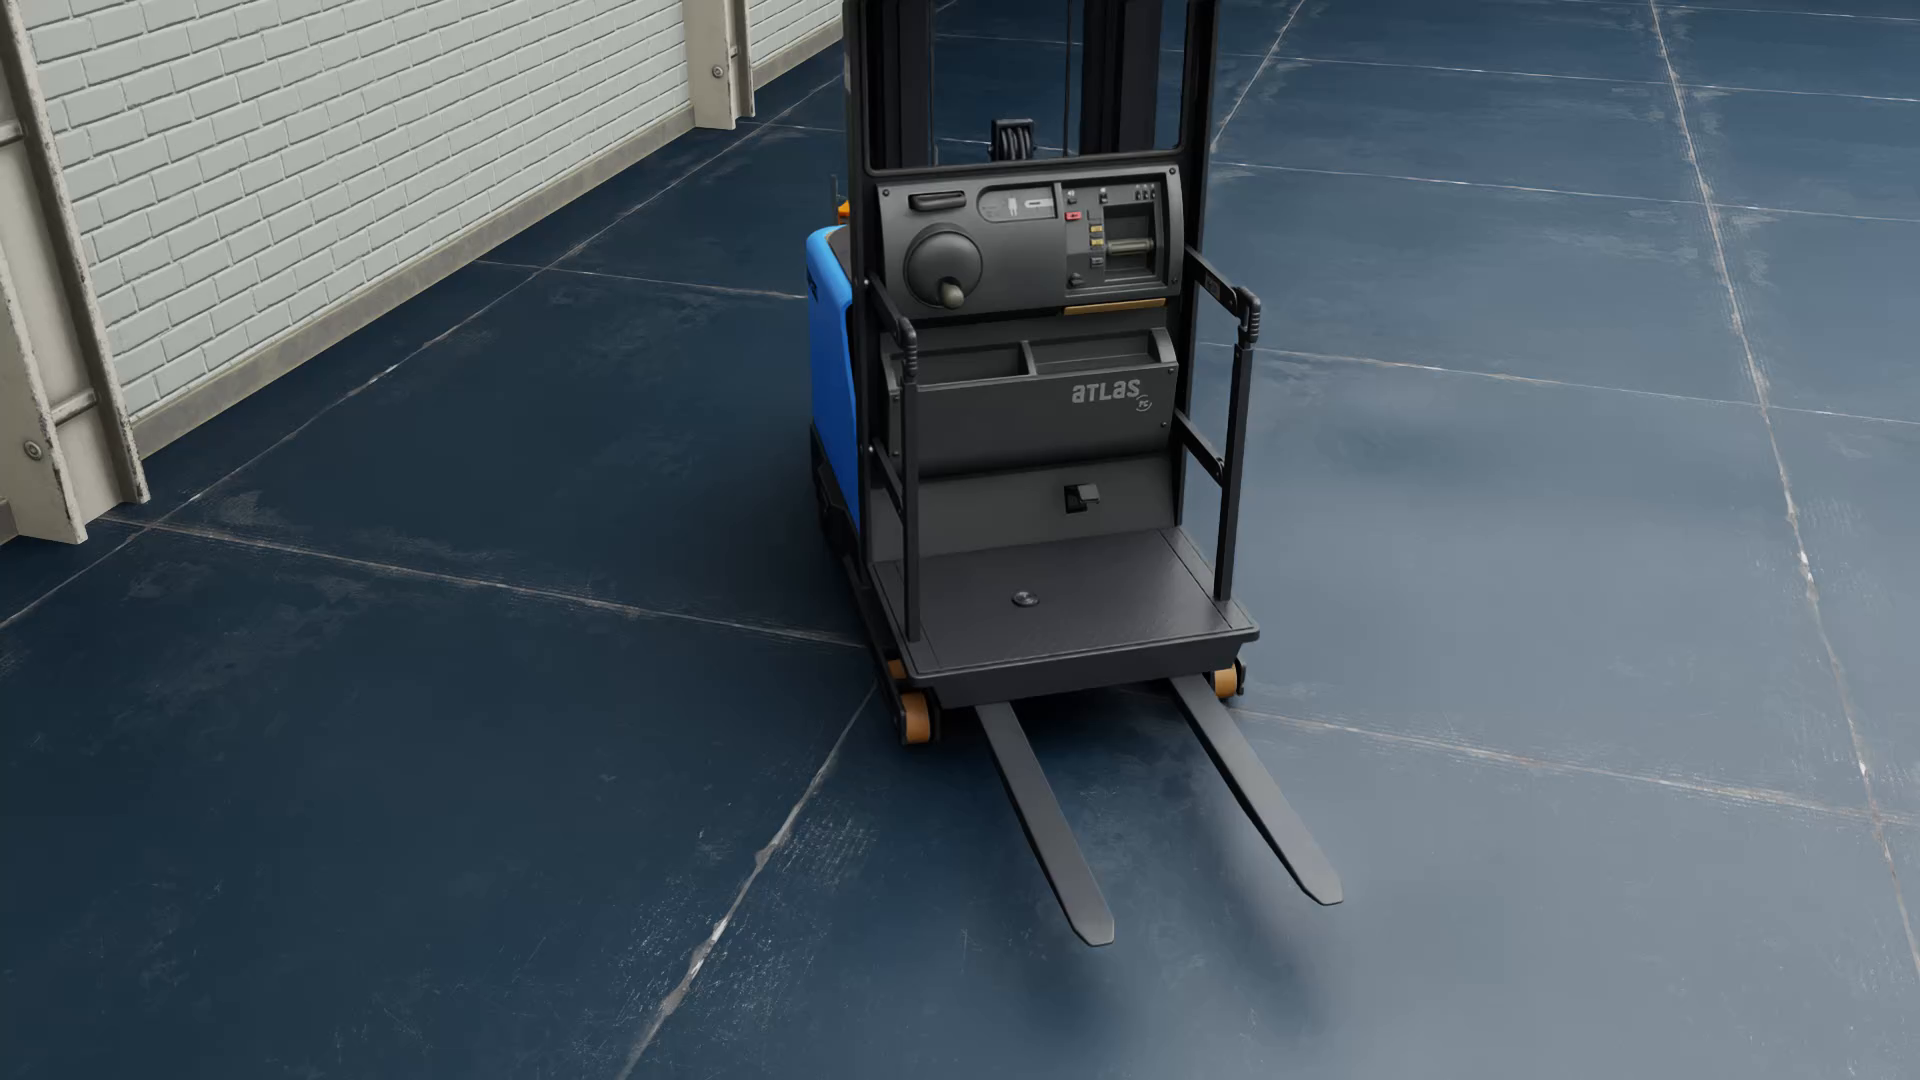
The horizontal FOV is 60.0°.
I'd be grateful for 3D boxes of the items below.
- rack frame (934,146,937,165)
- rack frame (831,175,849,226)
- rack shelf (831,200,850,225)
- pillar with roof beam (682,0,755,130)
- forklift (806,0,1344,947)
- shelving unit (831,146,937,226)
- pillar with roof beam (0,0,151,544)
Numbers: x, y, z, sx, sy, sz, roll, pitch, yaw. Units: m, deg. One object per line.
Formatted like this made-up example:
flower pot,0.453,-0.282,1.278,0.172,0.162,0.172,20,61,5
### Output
rack frame,-0.206,-1.050,6.904,0.240,1.200,0.015,10,31,17
rack frame,-0.371,-0.827,6.502,0.240,1.200,0.015,10,31,17
rack shelf,-0.288,-1.282,6.512,0.258,0.148,0.480,10,31,17
pillar with roof beam,2.489,-6.203,8.144,9.100,9.000,0.400,8,30,15
forklift,0.272,-0.856,4.774,1.130,2.935,3.031,-7,30,-12
shelving unit,-0.288,-0.939,6.703,0.258,1.200,0.503,10,31,17
pillar with roof beam,0.727,-3.415,3.132,9.100,9.000,0.400,8,30,15
